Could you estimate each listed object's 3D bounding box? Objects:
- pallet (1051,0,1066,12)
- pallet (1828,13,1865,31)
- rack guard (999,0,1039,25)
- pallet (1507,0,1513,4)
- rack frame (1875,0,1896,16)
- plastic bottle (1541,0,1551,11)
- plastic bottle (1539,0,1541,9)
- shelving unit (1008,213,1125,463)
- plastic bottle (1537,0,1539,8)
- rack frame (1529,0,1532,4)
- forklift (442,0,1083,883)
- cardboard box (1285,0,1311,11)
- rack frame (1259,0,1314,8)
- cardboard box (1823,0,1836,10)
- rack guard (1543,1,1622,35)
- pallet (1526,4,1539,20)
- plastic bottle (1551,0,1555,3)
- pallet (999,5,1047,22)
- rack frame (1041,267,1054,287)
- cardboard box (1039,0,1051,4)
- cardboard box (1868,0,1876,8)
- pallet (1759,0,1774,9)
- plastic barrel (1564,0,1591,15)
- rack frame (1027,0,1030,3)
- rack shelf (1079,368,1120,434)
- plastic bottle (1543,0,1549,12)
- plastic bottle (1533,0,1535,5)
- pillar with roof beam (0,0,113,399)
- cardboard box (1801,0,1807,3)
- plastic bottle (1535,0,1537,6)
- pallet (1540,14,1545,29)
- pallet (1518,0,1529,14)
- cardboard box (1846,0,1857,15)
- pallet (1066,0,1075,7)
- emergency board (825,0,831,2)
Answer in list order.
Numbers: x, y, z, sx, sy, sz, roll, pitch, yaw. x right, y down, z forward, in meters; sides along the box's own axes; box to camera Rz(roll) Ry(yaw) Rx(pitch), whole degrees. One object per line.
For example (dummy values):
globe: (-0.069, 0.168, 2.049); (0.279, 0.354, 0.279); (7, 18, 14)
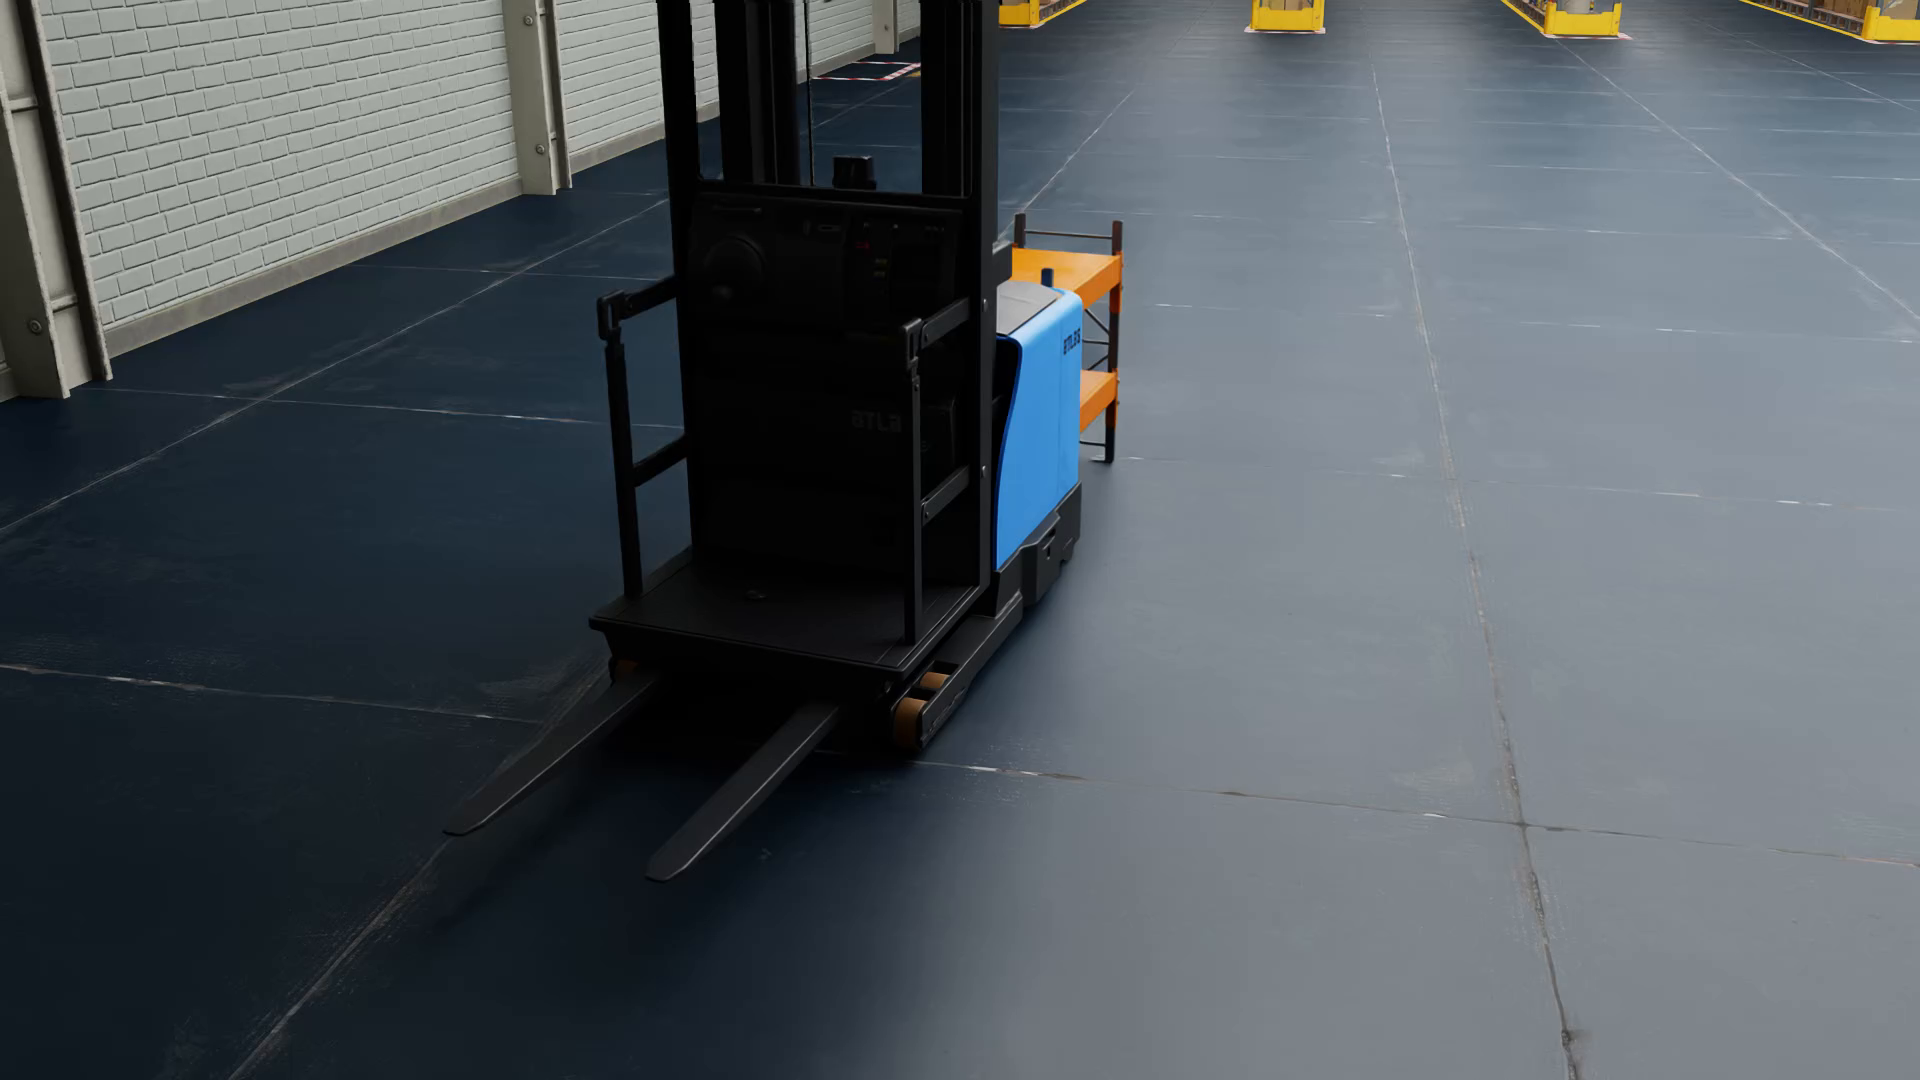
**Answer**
pallet: (1.522, -10.590, 32.866); (1.003, 0.211, 1.213); (4, 22, 11)
pallet: (15.822, -9.010, 28.942); (1.003, 0.211, 1.213); (4, 22, 11)
rack guard: (0.823, -9.537, 29.865); (1.175, 0.500, 0.348); (4, 22, 11)
pallet: (11.943, -11.266, 34.543); (1.003, 0.211, 1.213); (4, 22, 11)
rack frame: (15.355, -9.536, 26.516); (1.000, 3.000, 0.127); (4, 22, 11)
plastic bottle: (10.530, -9.649, 29.855); (0.152, 0.276, 0.135); (5, 22, 11)
plastic bottle: (10.589, -9.796, 30.118); (0.144, 0.351, 0.185); (5, 23, 13)
shelving unit: (0.306, -0.741, 7.187); (0.538, 1.125, 1.048); (8, 23, 19)
plastic bottle: (10.633, -9.848, 30.448); (0.097, 0.201, 0.097); (0, 22, 0)
rack frame: (11.323, -11.377, 31.086); (1.000, 3.000, 0.127); (4, 22, 11)
forklift: (-0.512, -0.874, 5.100); (1.130, 2.935, 3.031); (8, 23, 19)
cardboard box: (5.985, -9.391, 29.275); (0.500, 0.250, 0.500); (4, 22, 11)
rack frame: (5.658, -10.293, 28.395); (1.000, 3.000, 0.127); (4, 22, 11)
cardboard box: (16.051, -9.891, 30.181); (0.500, 0.500, 0.500); (4, 22, 9)
rack guard: (10.476, -8.785, 27.999); (1.175, 0.500, 0.348); (4, 22, 11)
pallet: (11.145, -9.841, 31.005); (1.003, 0.211, 1.213); (4, 22, 11)
plastic bottle: (10.635, -9.645, 29.834); (0.061, 0.283, 0.133); (4, 22, 11)
pallet: (1.024, -9.698, 30.650); (1.003, 0.211, 1.213); (4, 22, 11)
rack frame: (0.126, -0.563, 6.746); (0.500, 1.125, 0.032); (8, 23, 19)
cardboard box: (1.352, -10.433, 31.499); (0.700, 0.500, 0.500); (3, 22, 8)
cardboard box: (15.588, -9.020, 28.018); (0.500, 0.500, 0.500); (11, 24, 25)
pallet: (16.827, -10.883, 33.592); (1.003, 0.211, 1.213); (4, 22, 11)
plastic barrel: (10.566, -9.201, 28.452); (0.421, 0.512, 0.421); (0, 22, 0)
rack frame: (0.808, -10.669, 29.329); (1.000, 3.000, 0.127); (4, 22, 11)
rack shelf: (0.306, -0.514, 7.279); (0.538, 0.278, 1.000); (8, 23, 19)
plastic bottle: (10.452, -9.525, 29.645); (0.097, 0.201, 0.097); (0, 22, 0)
plastic bottle: (10.789, -10.114, 31.008); (0.152, 0.276, 0.135); (5, 23, 13)
pillar with roof beam: (-0.579, -4.668, 6.399); (9.100, 9.000, 0.400); (4, 22, 11)
cardboard box: (16.434, -10.439, 31.516); (0.700, 0.500, 0.500); (4, 22, 11)
plastic bottle: (10.713, -10.019, 30.673); (0.144, 0.351, 0.185); (4, 22, 9)
pallet: (10.647, -8.948, 28.789); (1.003, 0.211, 1.213); (4, 22, 11)
pallet: (11.445, -10.373, 32.327); (1.003, 0.211, 1.213); (4, 22, 11)
cardboard box: (15.891, -9.448, 29.081); (0.500, 0.500, 0.500); (2, 22, 6)
pallet: (1.782, -11.123, 34.189); (1.003, 0.211, 1.213); (4, 22, 11)
emergency board: (-1.682, -7.894, 22.438); (0.157, 1.169, 0.626); (4, 22, 11)
